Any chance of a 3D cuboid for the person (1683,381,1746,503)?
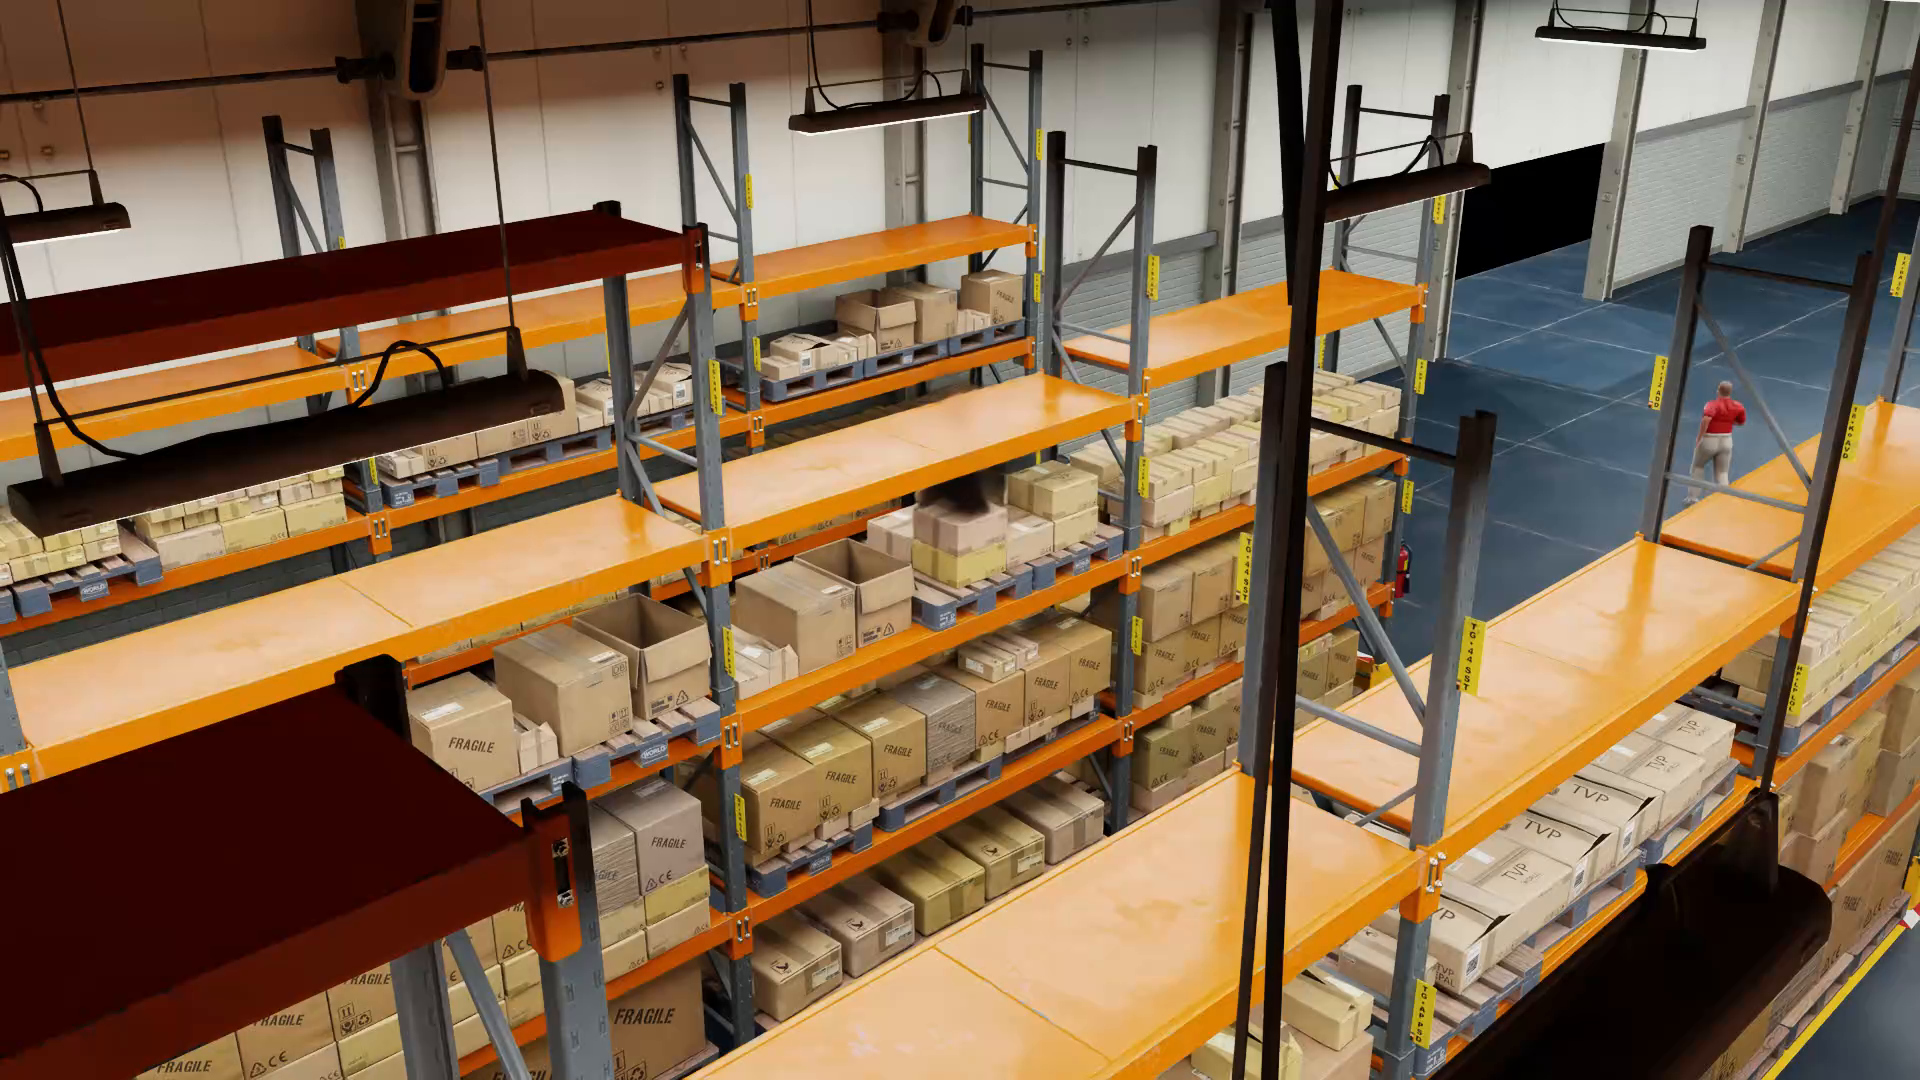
[{"bbox_3d":[9.737,-1.166,21.410,0.664,1.792,0.848,1,22,3],"label":"person"}]
